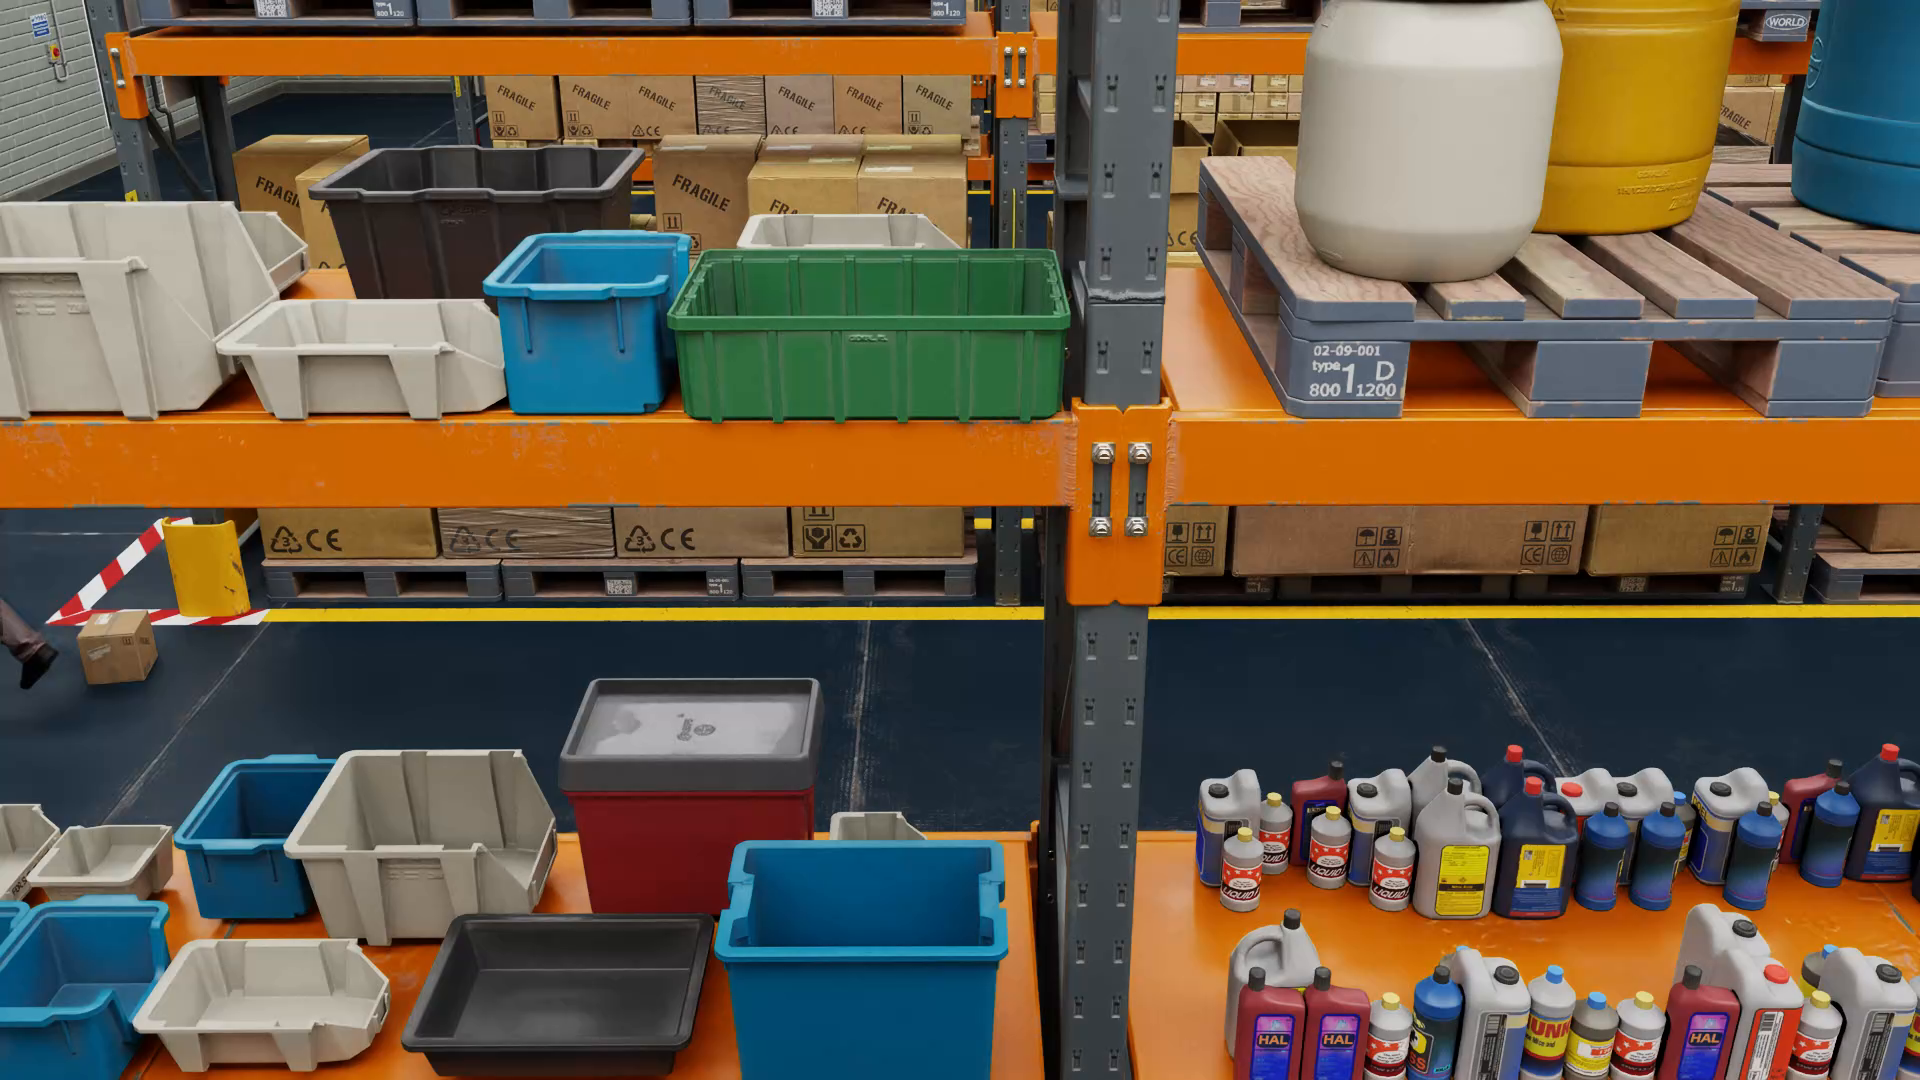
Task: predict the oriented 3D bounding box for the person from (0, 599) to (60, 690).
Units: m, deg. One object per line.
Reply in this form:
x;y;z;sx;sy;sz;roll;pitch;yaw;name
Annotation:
-4.391;-0.024;7.158;0.711;1.705;0.569;2;24;4;person
